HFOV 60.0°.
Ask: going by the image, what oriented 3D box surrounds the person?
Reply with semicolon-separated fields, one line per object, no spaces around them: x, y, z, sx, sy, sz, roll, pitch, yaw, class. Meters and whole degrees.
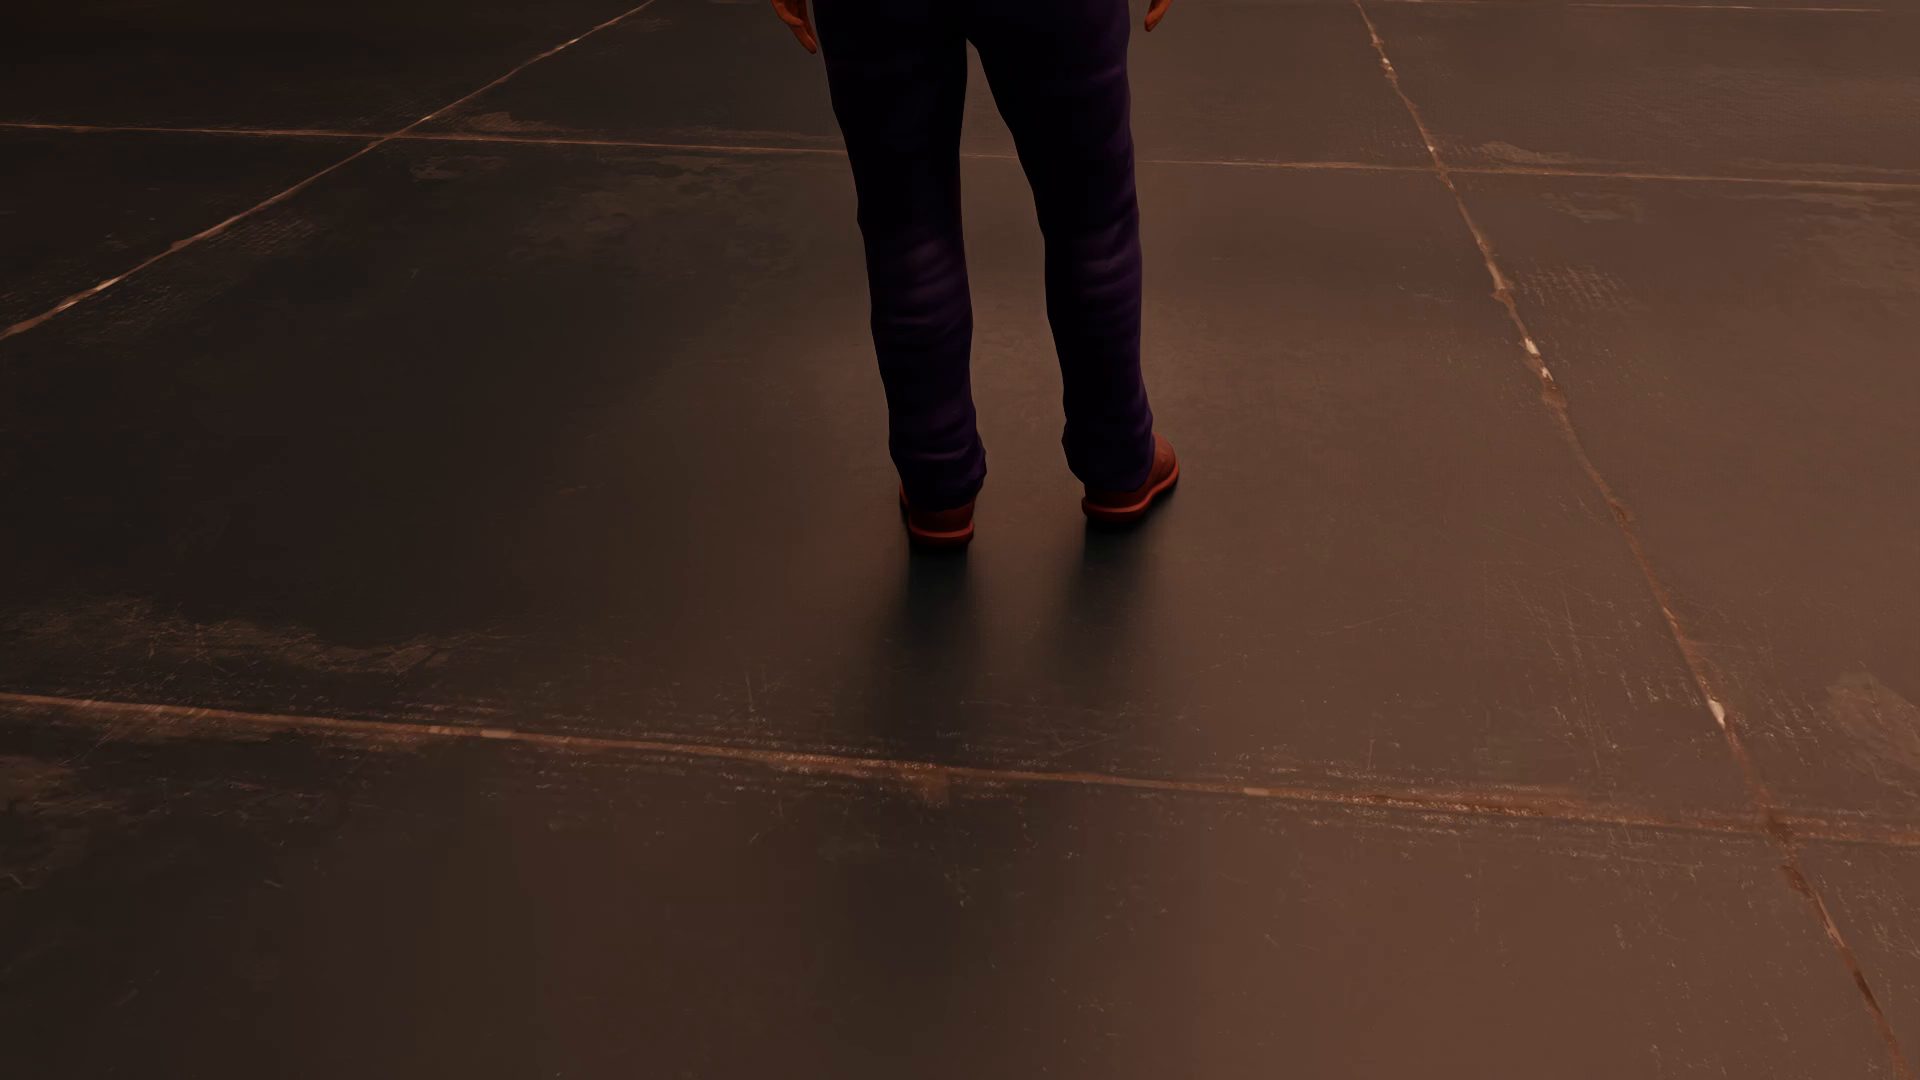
0.035;-0.783;2.205;0.598;1.651;0.503;3;27;7;person
